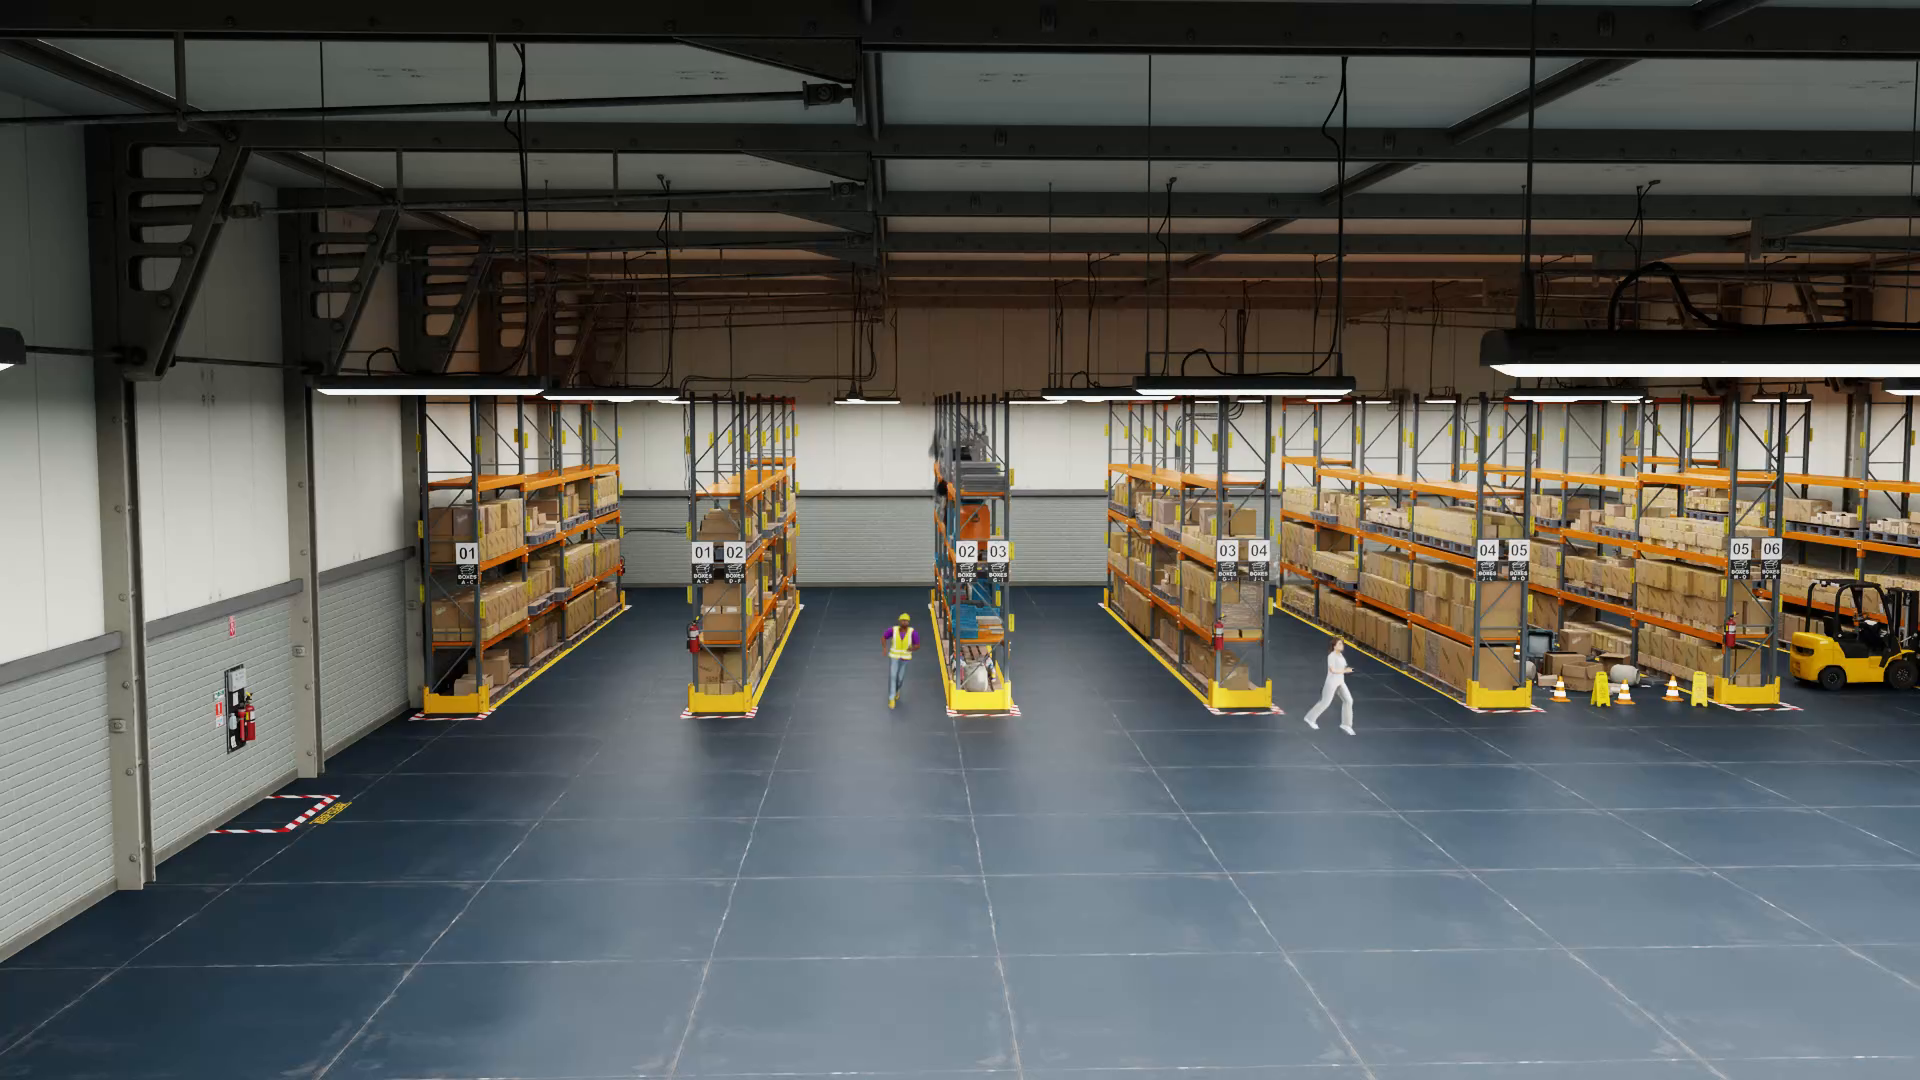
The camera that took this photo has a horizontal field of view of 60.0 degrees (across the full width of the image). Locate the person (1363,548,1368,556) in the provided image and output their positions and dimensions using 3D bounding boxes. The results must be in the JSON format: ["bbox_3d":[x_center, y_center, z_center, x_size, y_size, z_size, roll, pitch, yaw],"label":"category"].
[{"bbox_3d":[11.357,1.176,46.732,0.668,1.742,0.767,0,5,3],"label":"person"}]

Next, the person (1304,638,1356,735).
[{"bbox_3d":[6.528,2.550,29.215,0.901,1.709,0.575,4,6,39],"label":"person"}]

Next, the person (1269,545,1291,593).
[{"bbox_3d":[9.413,0.959,48.745,0.658,1.730,0.738,-1,5,-13],"label":"person"}]

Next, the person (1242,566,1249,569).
[{"bbox_3d":[8.120,1.000,48.294,0.725,1.742,0.857,4,6,42],"label":"person"}]

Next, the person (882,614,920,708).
[{"bbox_3d":[-1.132,2.294,32.026,0.721,1.784,0.912,-1,5,-6],"label":"person"}]
